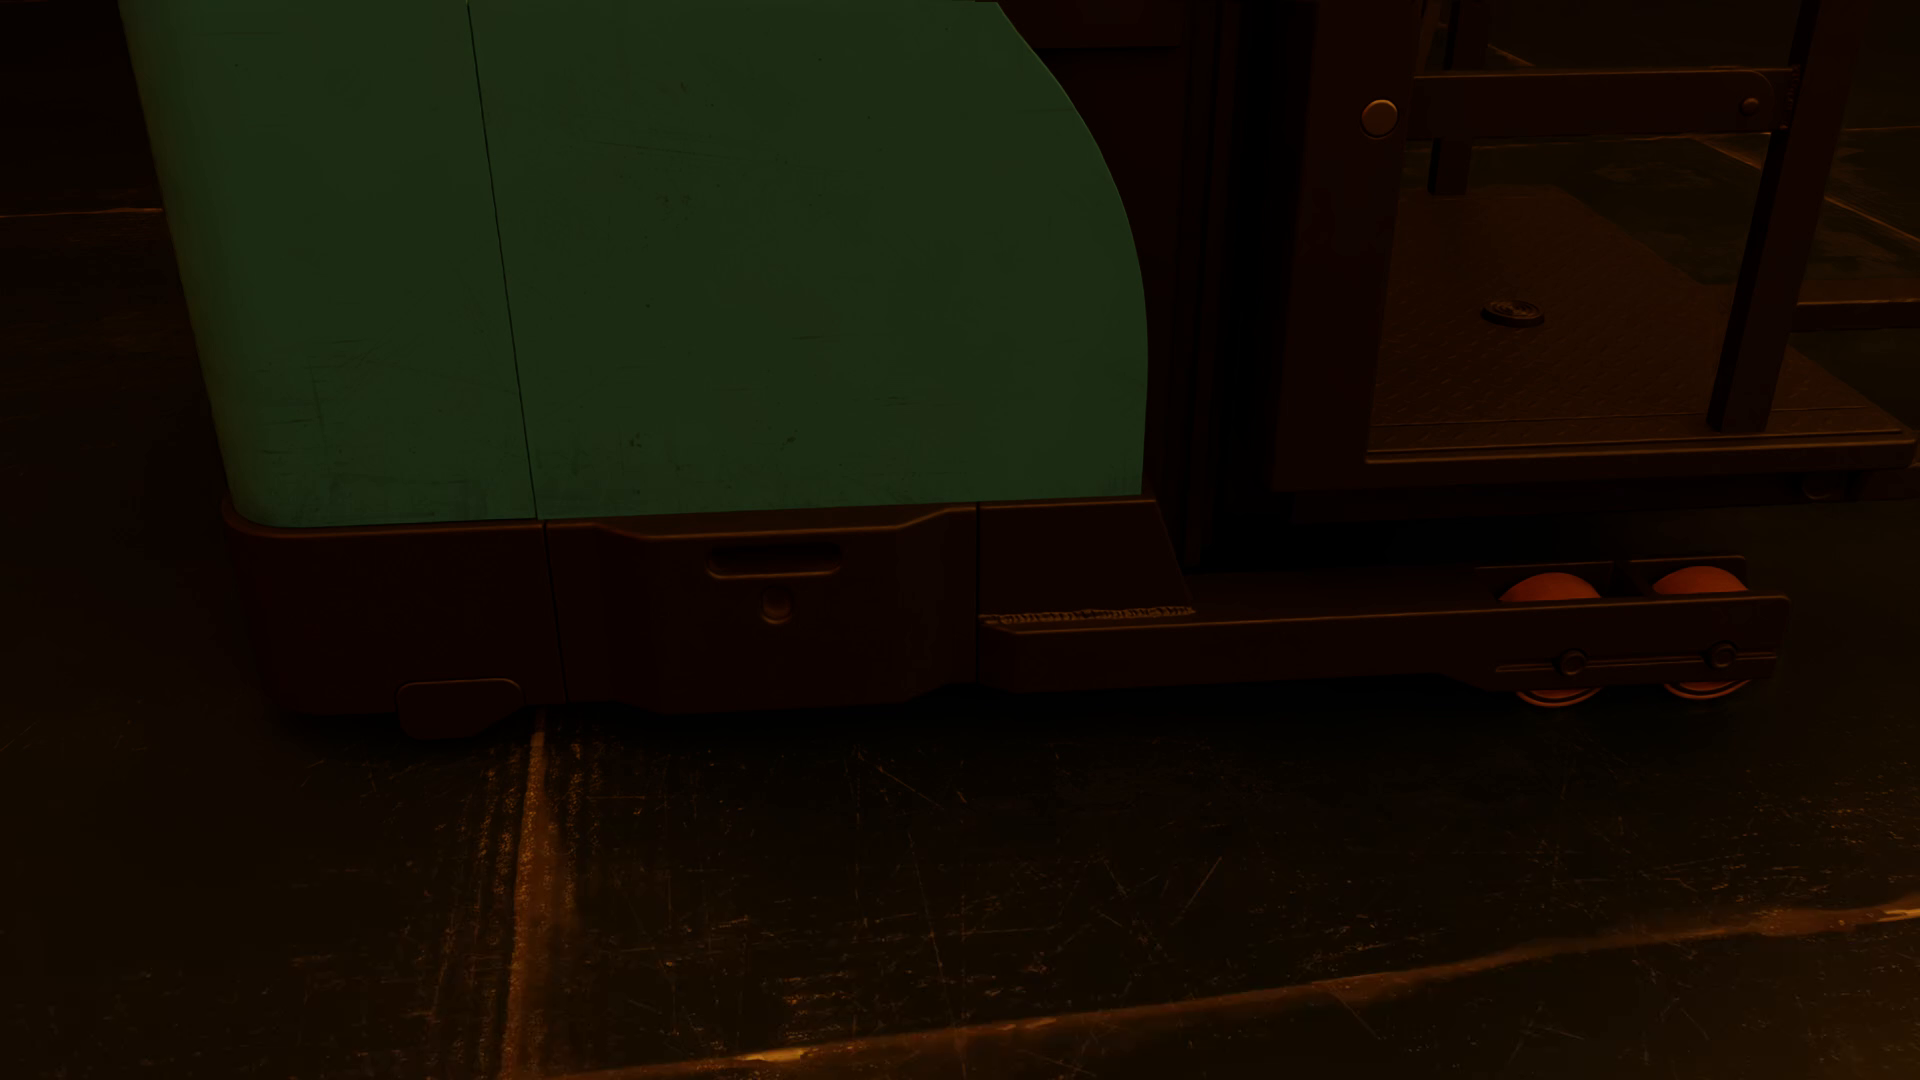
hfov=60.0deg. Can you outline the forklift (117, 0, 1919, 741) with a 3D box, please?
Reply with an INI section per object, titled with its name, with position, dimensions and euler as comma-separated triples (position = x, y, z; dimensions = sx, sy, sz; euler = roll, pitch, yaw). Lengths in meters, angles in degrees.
[forklift]
position = 0.616, -1.329, 1.878
dimensions = 3.031, 2.935, 1.130
euler = -2, 28, -5
